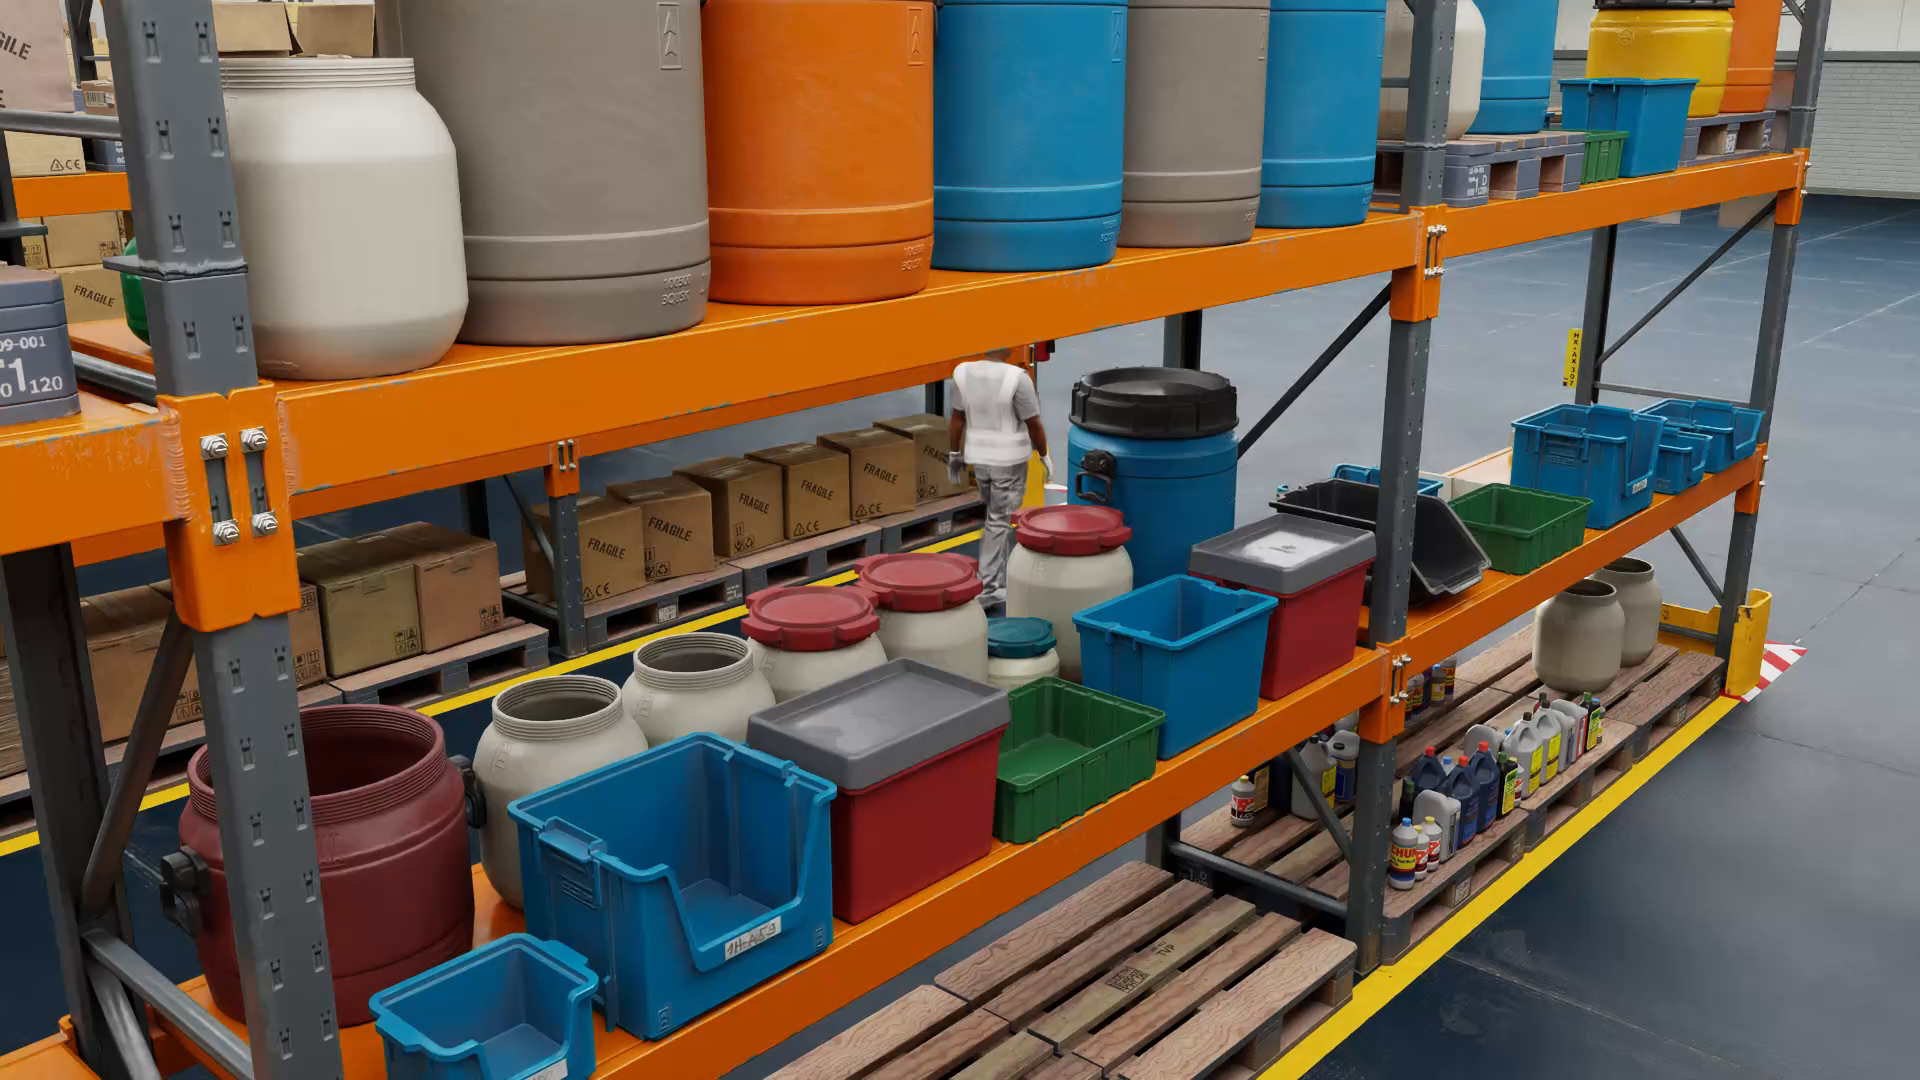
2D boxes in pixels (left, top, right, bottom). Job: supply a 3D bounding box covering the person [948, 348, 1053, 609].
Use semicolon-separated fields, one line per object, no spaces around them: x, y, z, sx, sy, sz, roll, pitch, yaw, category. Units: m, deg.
0.260;-0.460;10.073;0.603;1.847;0.611;12;21;35;person
